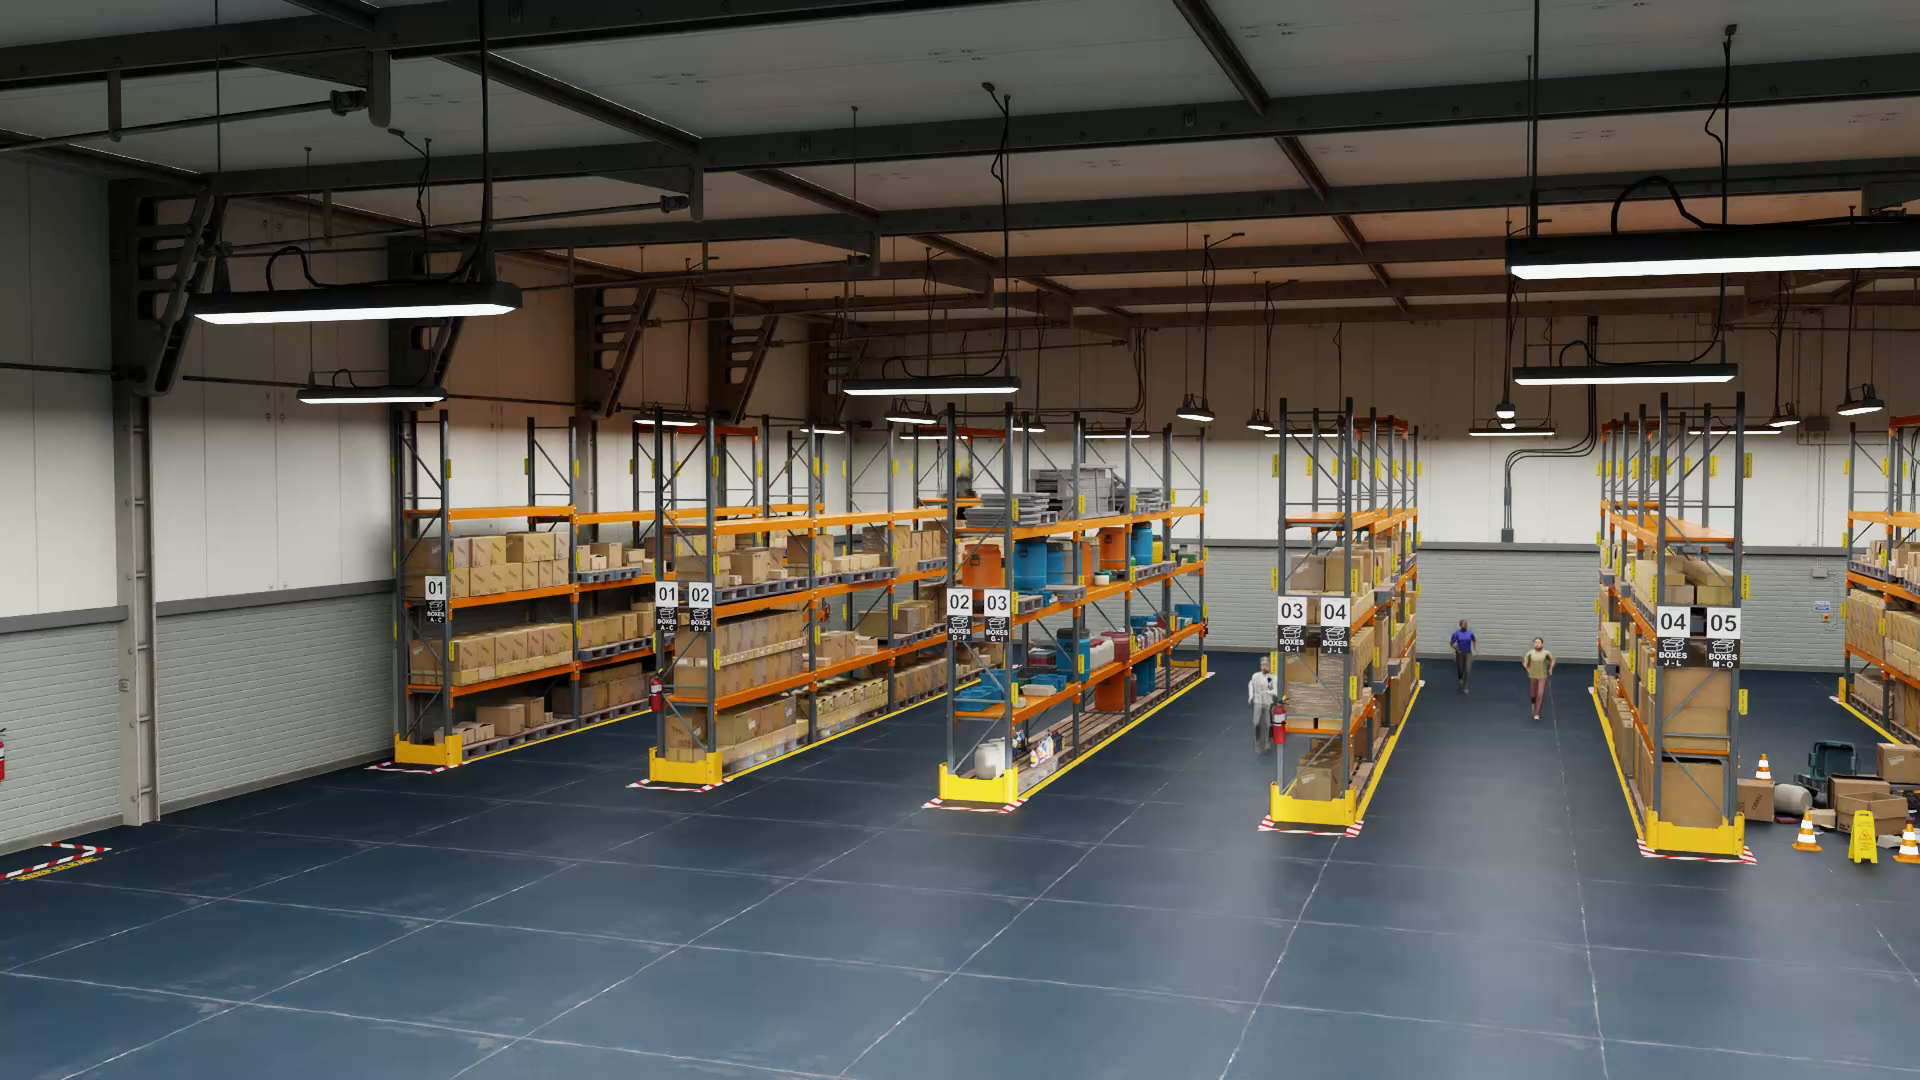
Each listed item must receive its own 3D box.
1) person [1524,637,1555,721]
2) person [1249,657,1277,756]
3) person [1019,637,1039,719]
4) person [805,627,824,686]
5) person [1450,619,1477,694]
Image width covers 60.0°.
[{"bbox_3d":[11.577,2.762,33.265,0.593,1.632,0.894,1,3,21],"label":"person"},{"bbox_3d":[5.326,2.911,29.144,0.582,1.732,0.711,1,3,17],"label":"person"},{"bbox_3d":[1.488,2.766,33.610,0.595,1.666,0.709,1,3,21],"label":"person"},{"bbox_3d":[-3.117,2.652,35.424,0.568,1.655,0.962,1,3,21],"label":"person"},{"bbox_3d":[11.299,2.612,37.300,0.594,1.644,0.816,0,2,11],"label":"person"}]
